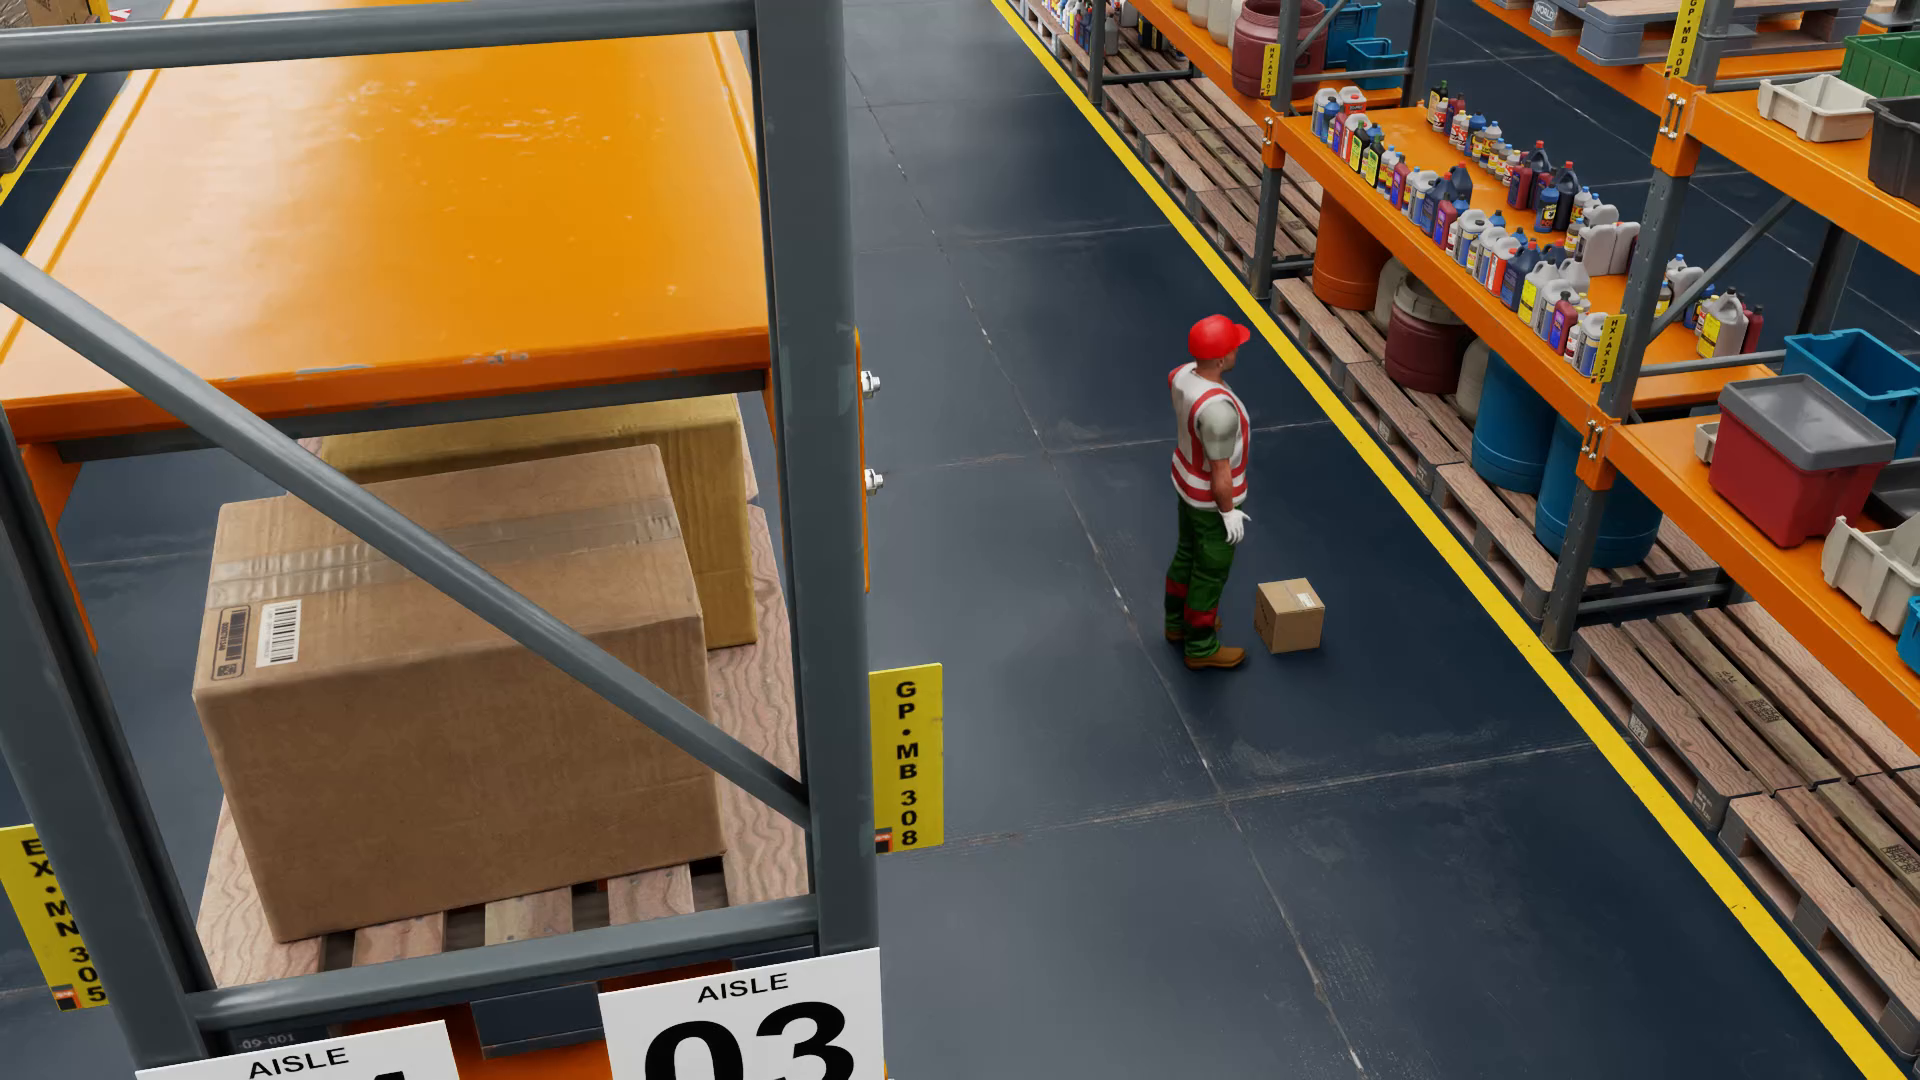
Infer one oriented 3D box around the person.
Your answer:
[{"bbox_3d":[1.157,-0.226,7.634,0.397,1.796,0.539,-7,35,-10],"label":"person"}]
